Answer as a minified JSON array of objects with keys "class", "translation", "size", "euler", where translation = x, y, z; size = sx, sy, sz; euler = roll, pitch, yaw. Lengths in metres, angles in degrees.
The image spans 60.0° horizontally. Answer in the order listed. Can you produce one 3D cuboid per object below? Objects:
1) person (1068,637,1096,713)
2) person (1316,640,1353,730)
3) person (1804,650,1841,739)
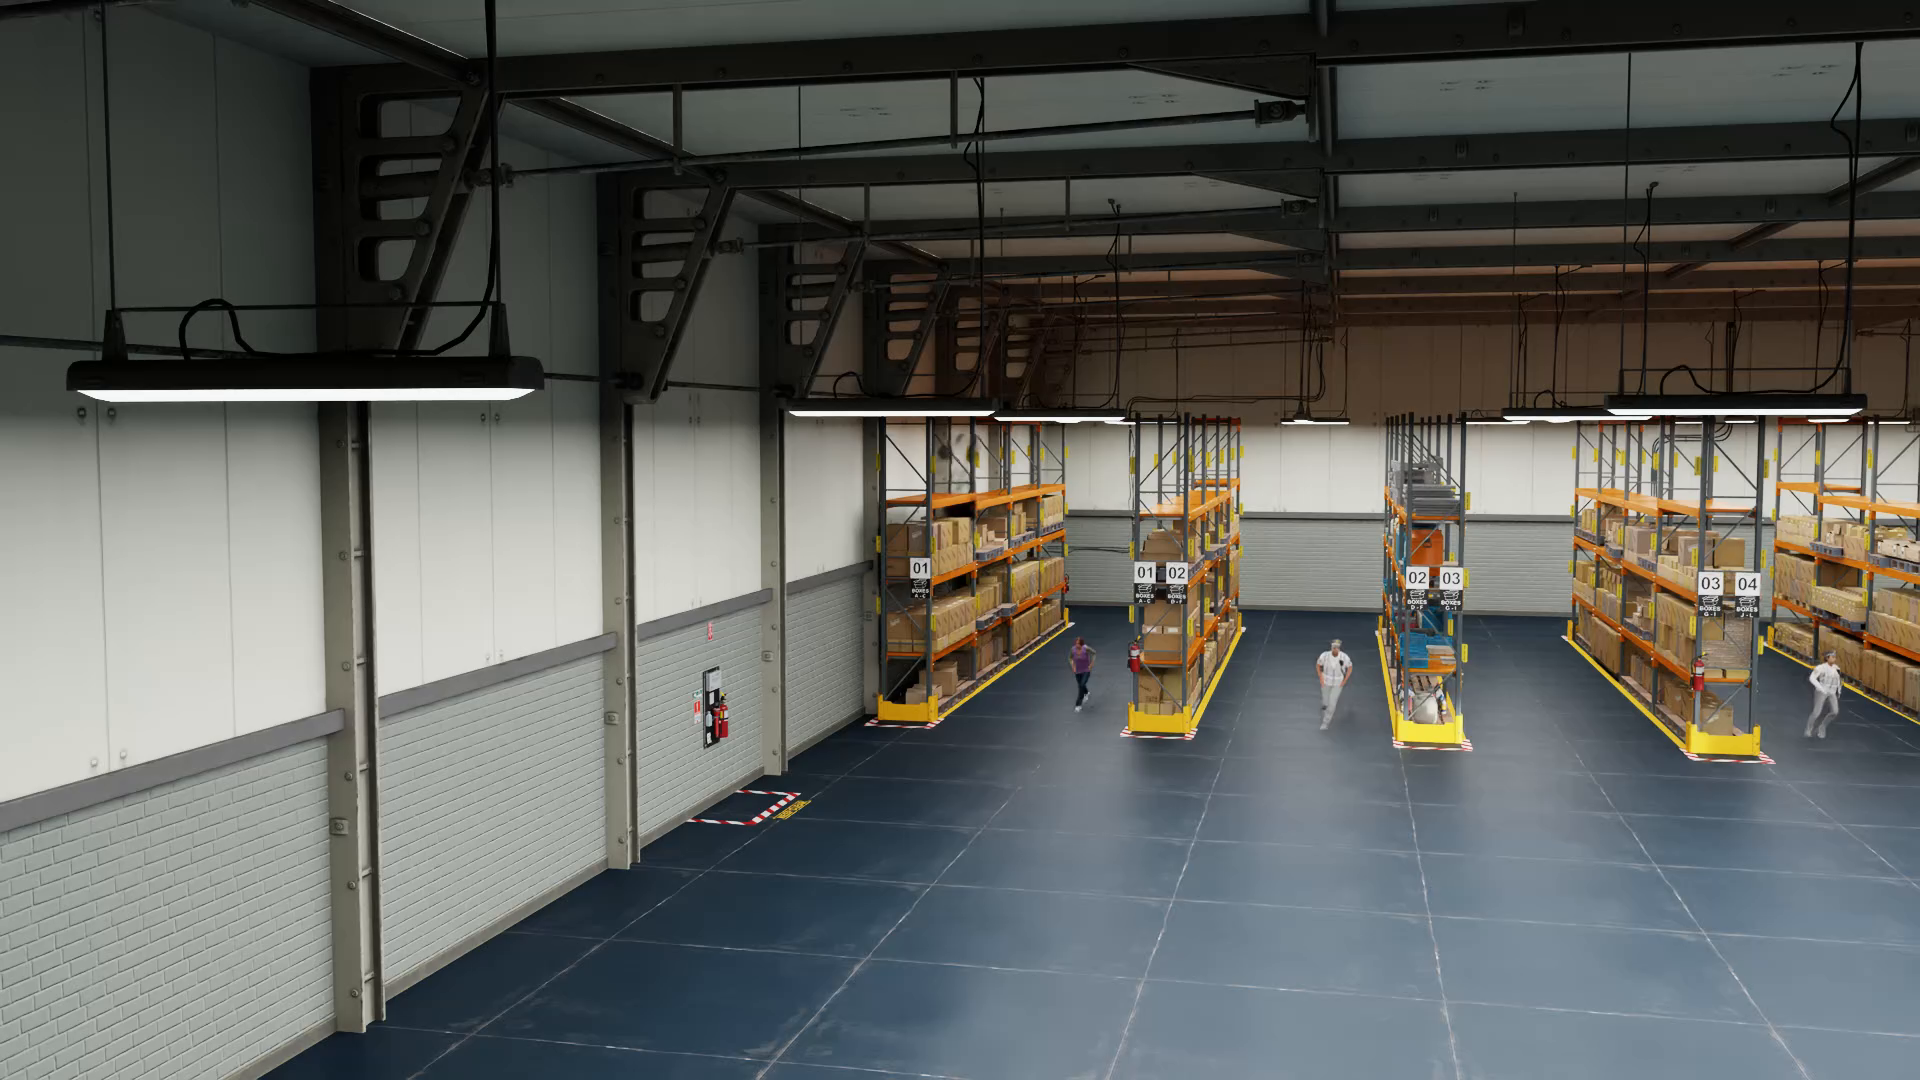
[{"class":"person","translation":[2.494,2.699,33.727],"size":[0.568,1.548,0.911],"euler":[1,4,14]},{"class":"person","translation":[7.160,2.736,31.839],"size":[0.677,1.734,0.782],"euler":[1,4,9]},{"class":"person","translation":[15.949,2.831,30.571],"size":[0.674,1.653,0.602],"euler":[0,4,0]}]
